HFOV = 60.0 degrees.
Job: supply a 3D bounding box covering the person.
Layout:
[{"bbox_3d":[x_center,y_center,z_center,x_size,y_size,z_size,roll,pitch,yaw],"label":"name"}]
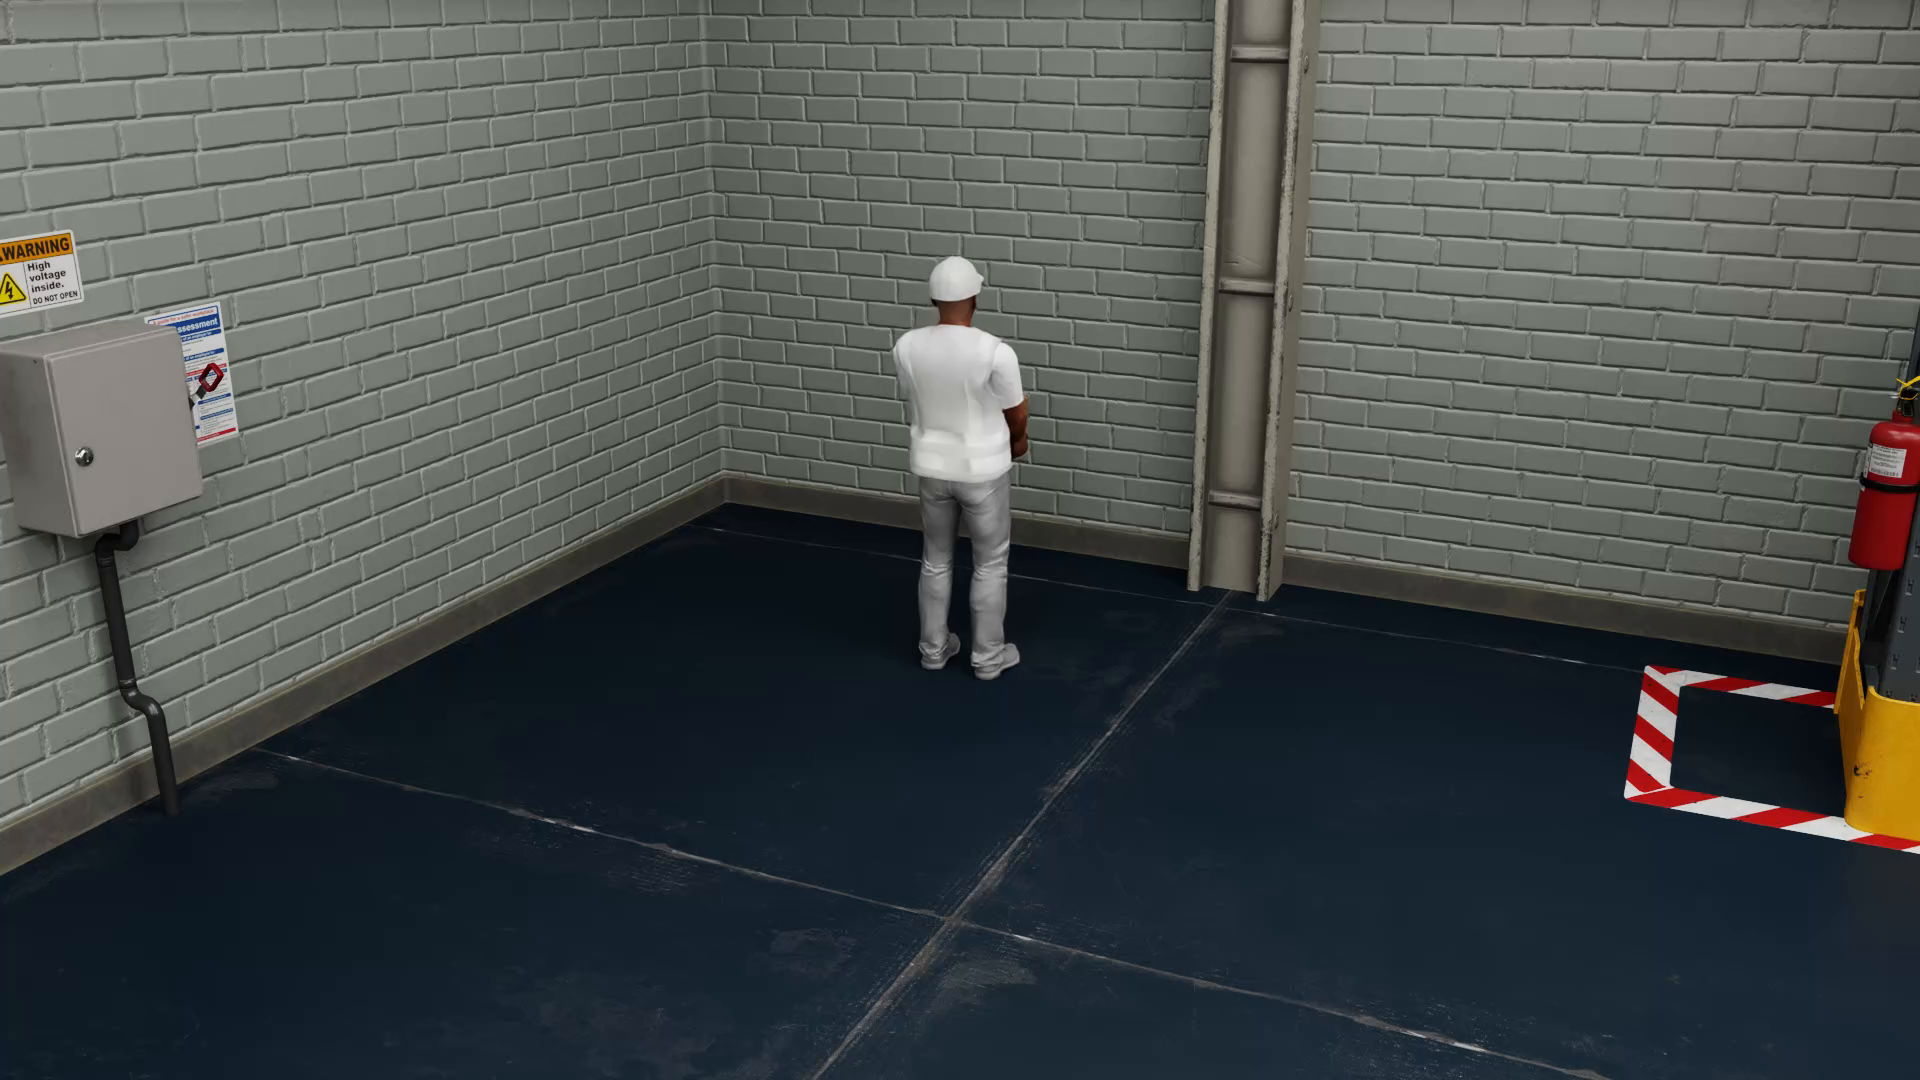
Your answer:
[{"bbox_3d":[0.041,-0.317,6.952,0.528,1.769,0.567,8,21,23],"label":"person"}]
